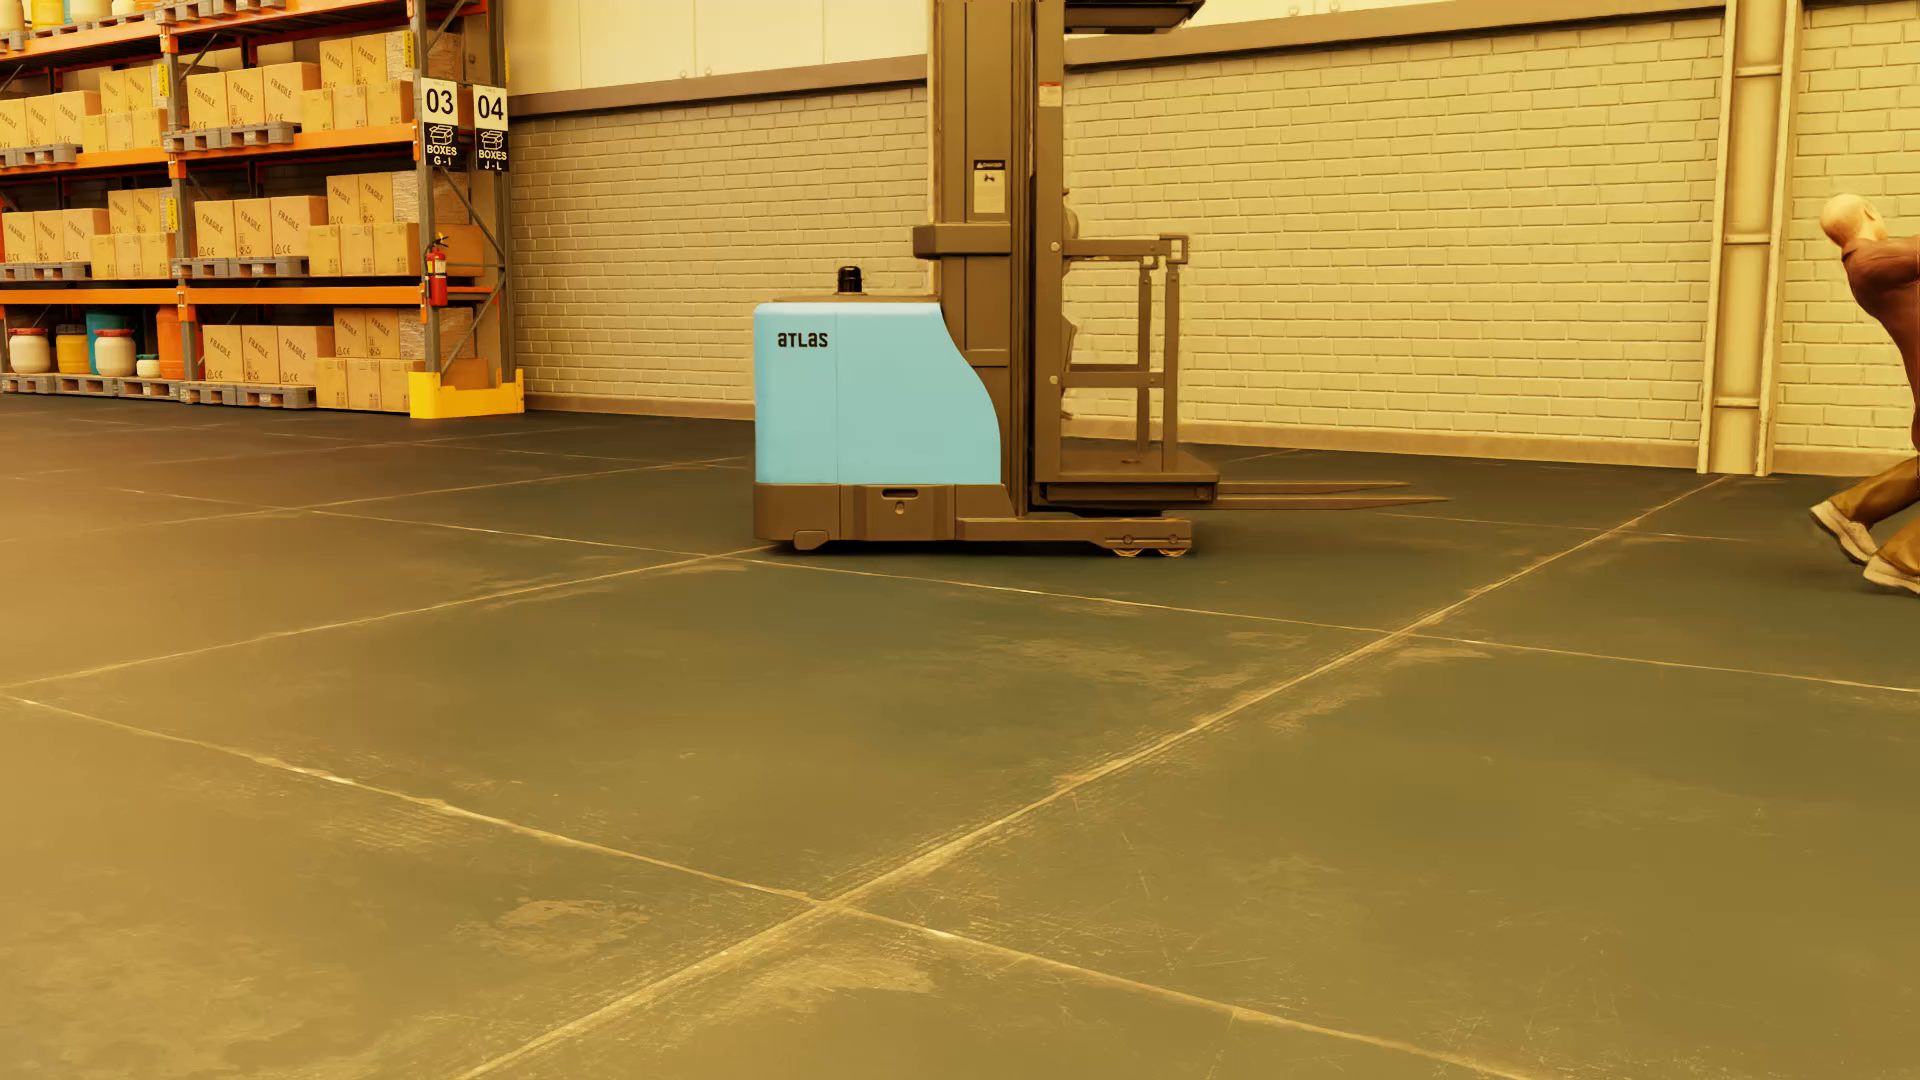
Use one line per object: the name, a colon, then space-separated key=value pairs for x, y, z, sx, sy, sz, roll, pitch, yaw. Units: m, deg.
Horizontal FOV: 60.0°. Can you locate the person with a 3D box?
person: x=3.542 y=-0.622 z=6.043 sx=0.703 sy=1.665 sz=1.108 roll=2 pitch=8 yaw=15

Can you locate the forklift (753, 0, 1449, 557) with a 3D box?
forklift: x=0.622 y=-1.453 z=7.412 sx=3.031 sy=2.935 sz=1.130 roll=0 pitch=8 yaw=0
